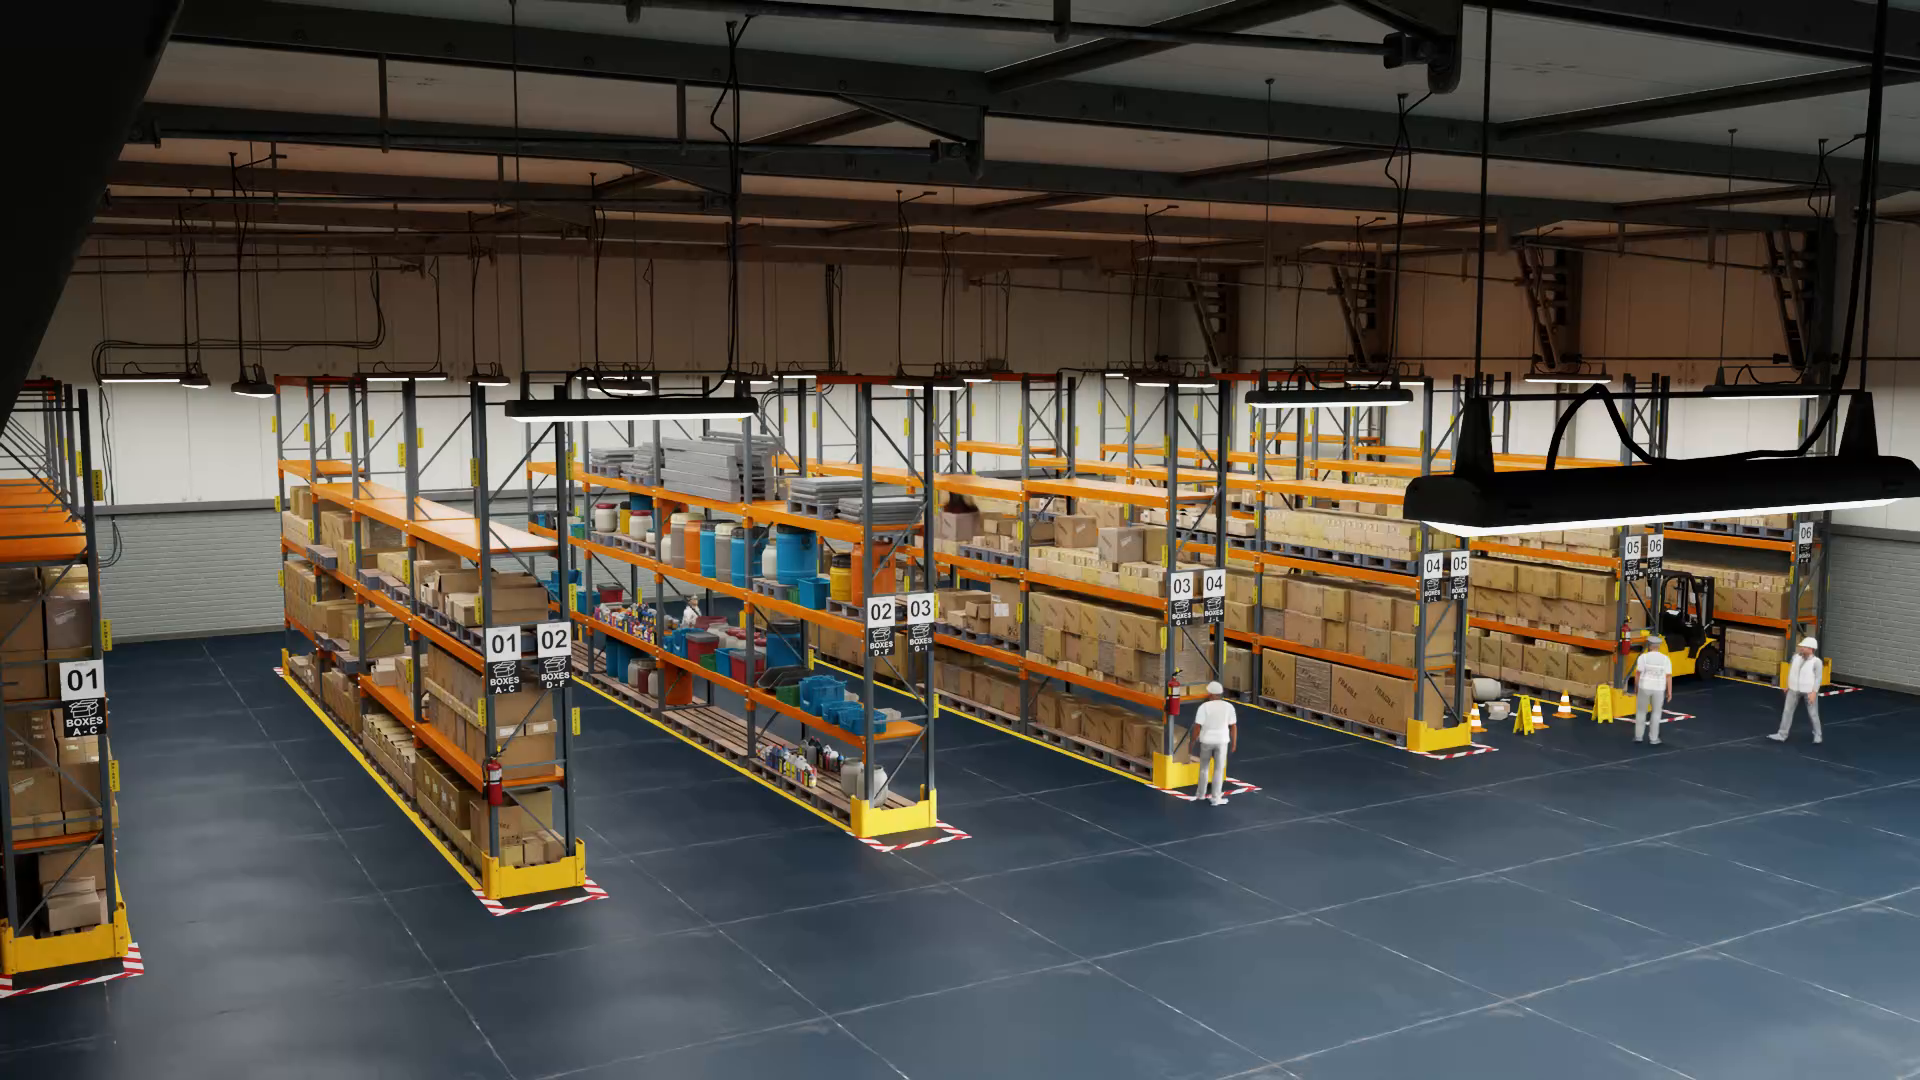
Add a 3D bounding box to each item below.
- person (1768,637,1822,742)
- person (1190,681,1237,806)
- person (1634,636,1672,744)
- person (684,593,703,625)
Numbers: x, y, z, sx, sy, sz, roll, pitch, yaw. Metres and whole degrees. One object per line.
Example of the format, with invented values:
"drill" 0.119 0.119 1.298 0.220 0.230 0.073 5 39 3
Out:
"person" 13.822 2.464 27.368 0.803 1.742 0.660 -6 9 -44
"person" 3.622 2.865 23.731 0.643 1.756 0.608 2 6 15
"person" 11.392 2.477 27.331 0.562 1.793 0.475 3 7 23
"person" -5.347 1.868 33.285 0.498 1.645 0.908 -6 9 -43
